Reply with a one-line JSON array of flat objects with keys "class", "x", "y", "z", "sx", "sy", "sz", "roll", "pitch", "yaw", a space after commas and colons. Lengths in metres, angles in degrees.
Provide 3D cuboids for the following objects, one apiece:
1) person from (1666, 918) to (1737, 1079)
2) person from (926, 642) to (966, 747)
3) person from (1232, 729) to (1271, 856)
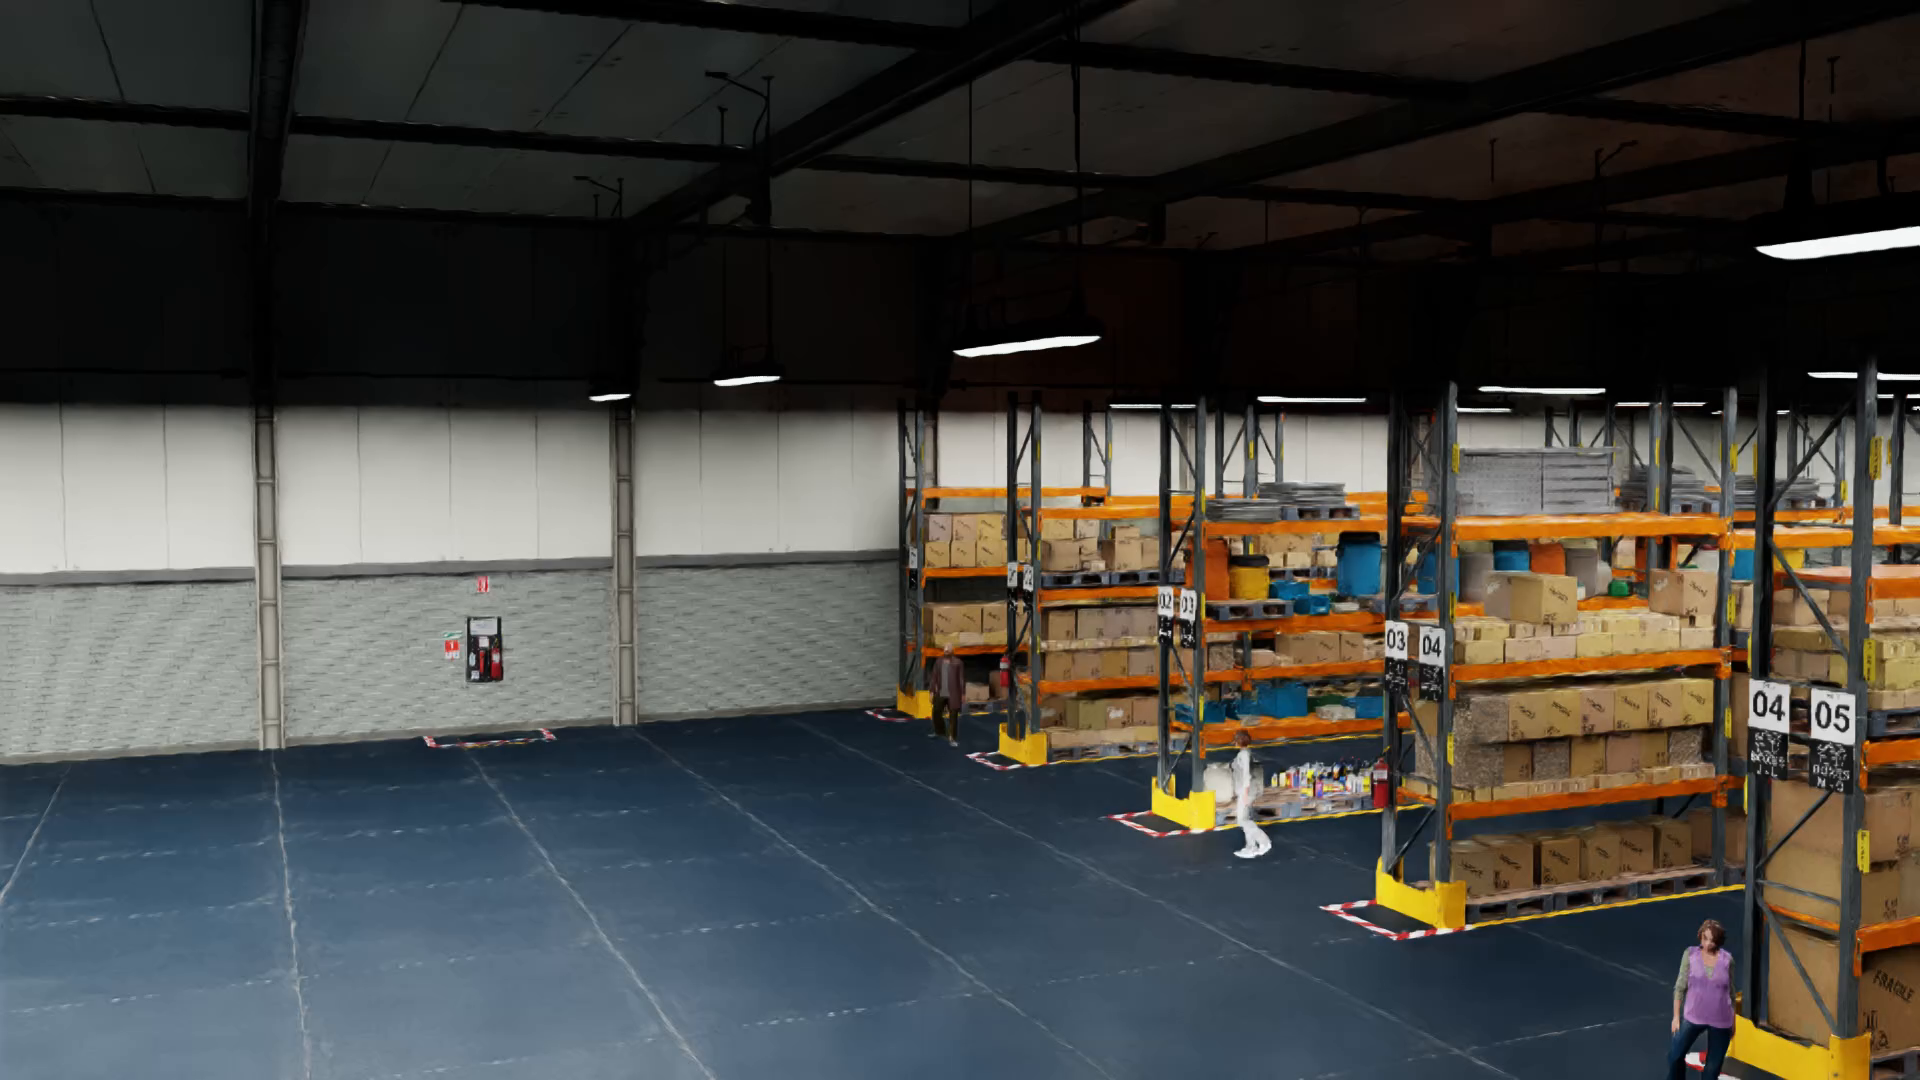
[{"class": "person", "x": 5.572, "y": 3.628, "z": 12.622, "sx": 0.581, "sy": 1.587, "sz": 0.447, "roll": 1, "pitch": 4, "yaw": 23}, {"class": "person", "x": -0.270, "y": 2.616, "z": 28.454, "sx": 0.783, "sy": 1.769, "sz": 0.521, "roll": 2, "pitch": 4, "yaw": 24}, {"class": "person", "x": 3.639, "y": 3.160, "z": 20.723, "sx": 0.502, "sy": 1.588, "sz": 0.468, "roll": 1, "pitch": 3, "yaw": 15}]
